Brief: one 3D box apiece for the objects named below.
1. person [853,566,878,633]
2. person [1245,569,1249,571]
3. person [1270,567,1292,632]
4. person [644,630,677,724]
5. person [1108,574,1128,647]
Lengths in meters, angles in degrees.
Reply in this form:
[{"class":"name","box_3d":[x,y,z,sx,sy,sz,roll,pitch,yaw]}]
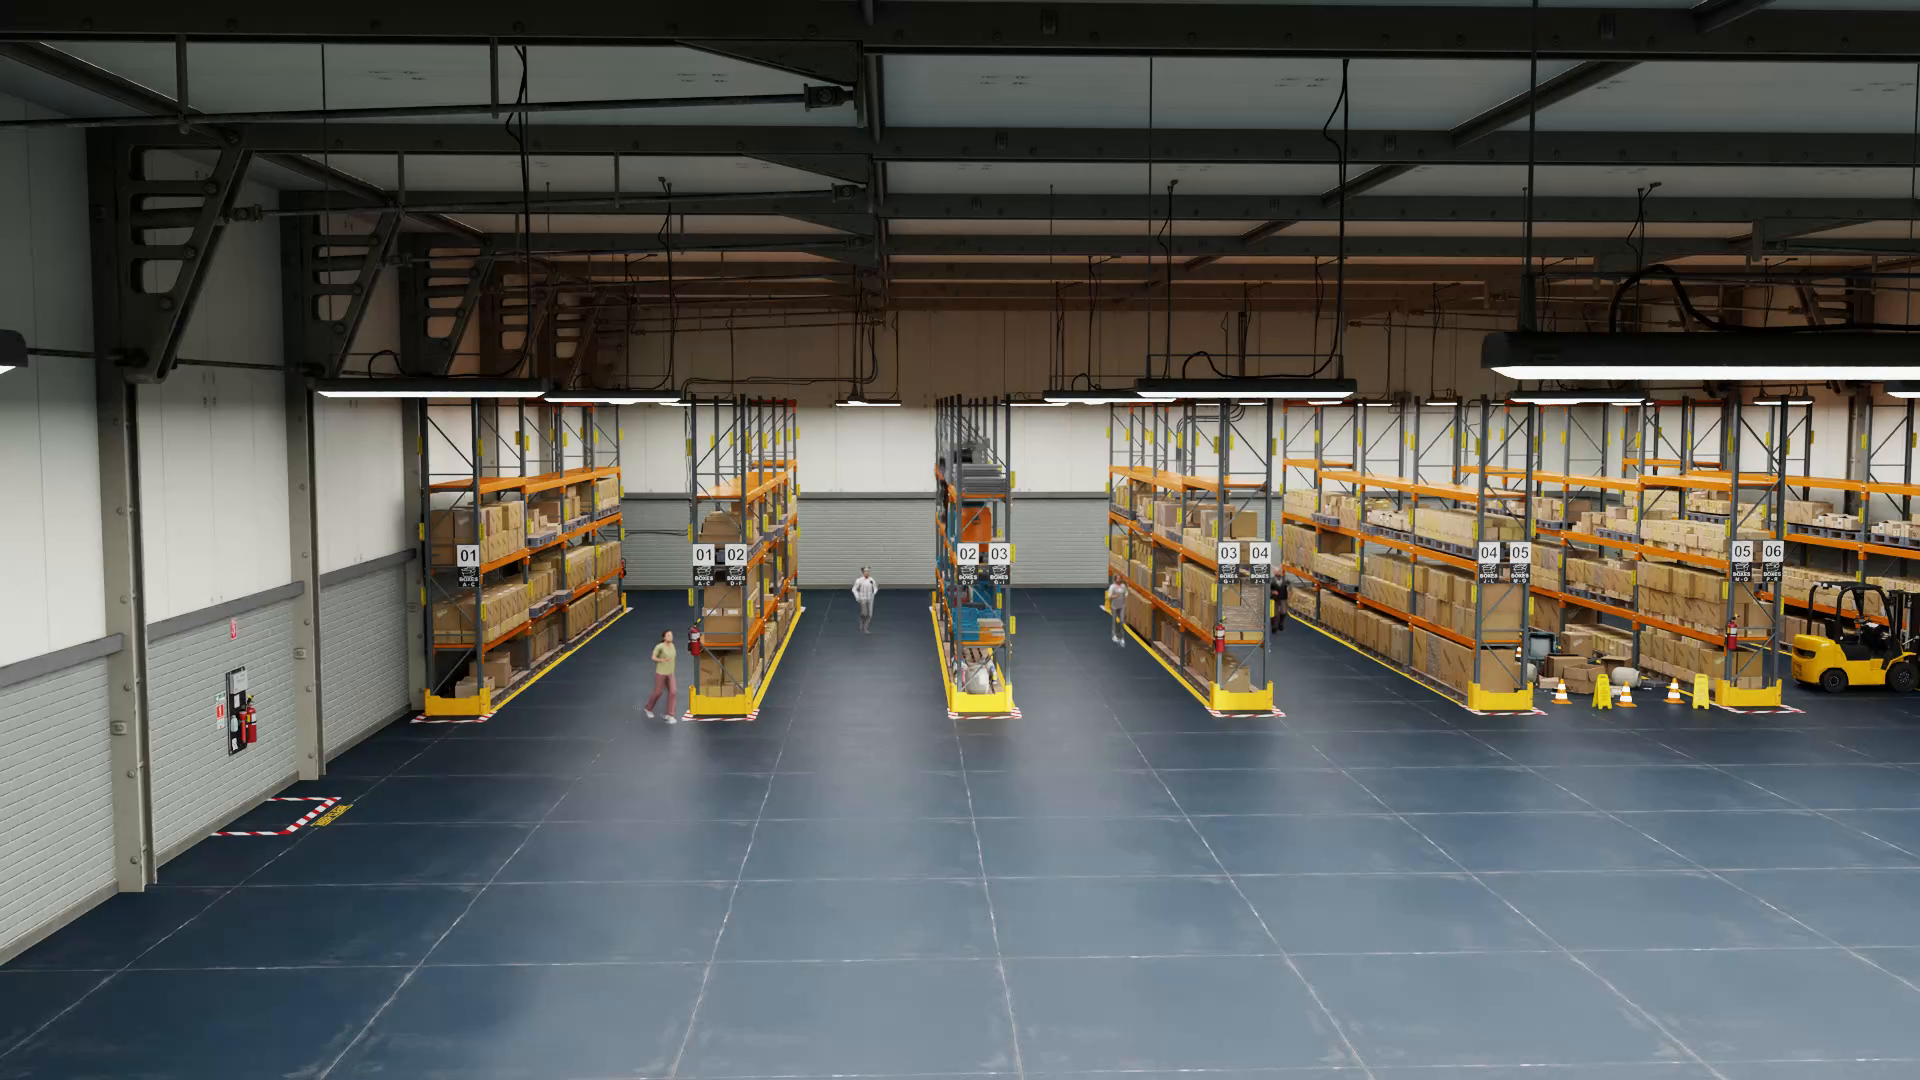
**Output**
[{"class":"person","box_3d":[-2.271,1.444,40.339,0.614,1.637,0.495,-1,5,-18]},{"class":"person","box_3d":[7.878,1.190,47.604,0.761,1.613,0.660,1,5,15]},{"class":"person","box_3d":[8.139,1.531,42.369,0.675,1.674,0.808,0,5,6]},{"class":"person","box_3d":[-5.427,2.483,30.544,0.586,1.698,0.865,-4,6,-45]},{"class":"person","box_3d":[3.658,1.657,38.473,0.522,1.580,0.673,-1,5,-7]}]
